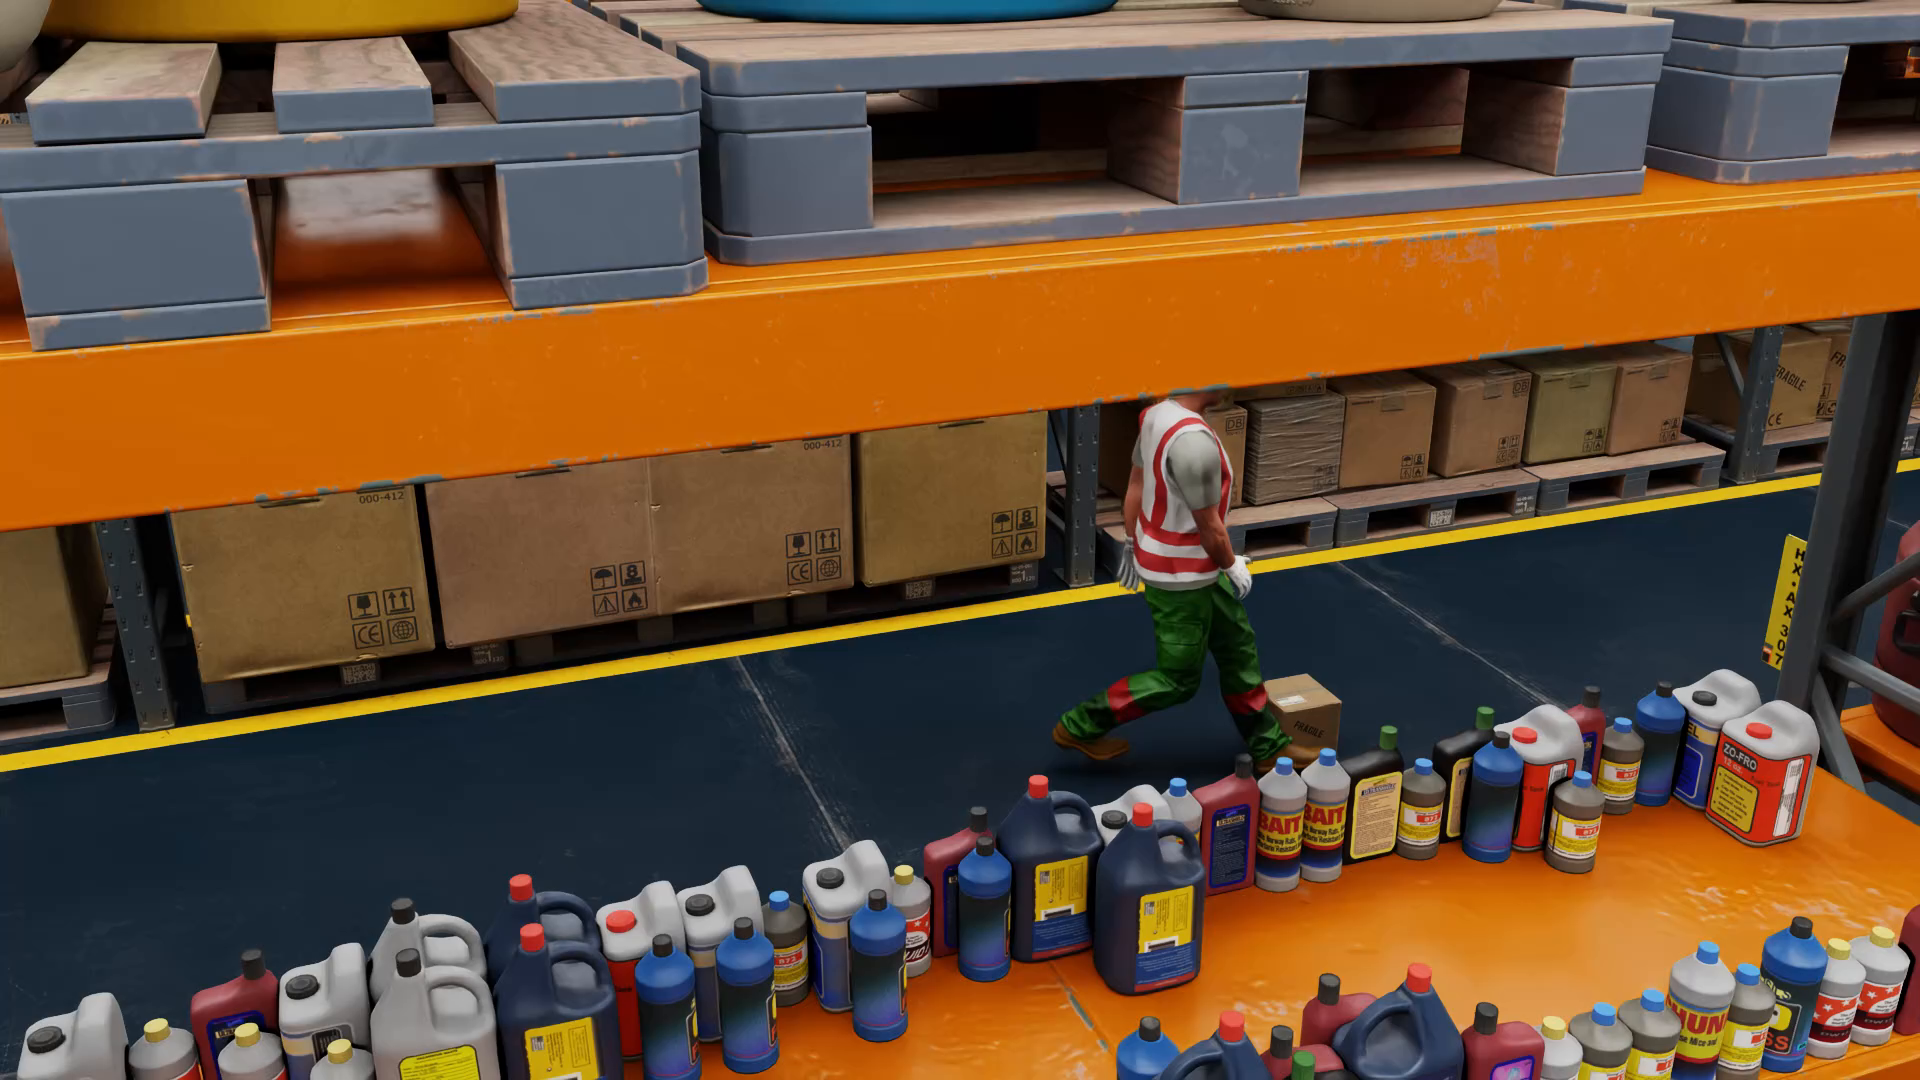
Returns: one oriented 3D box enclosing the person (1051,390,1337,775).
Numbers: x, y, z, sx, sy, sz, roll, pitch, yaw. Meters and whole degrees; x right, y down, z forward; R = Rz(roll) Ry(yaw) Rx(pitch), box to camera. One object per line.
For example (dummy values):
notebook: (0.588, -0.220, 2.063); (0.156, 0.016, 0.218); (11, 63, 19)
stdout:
person: (0.878, 0.080, 5.985); (1.071, 1.712, 0.506); (1, 22, 2)
